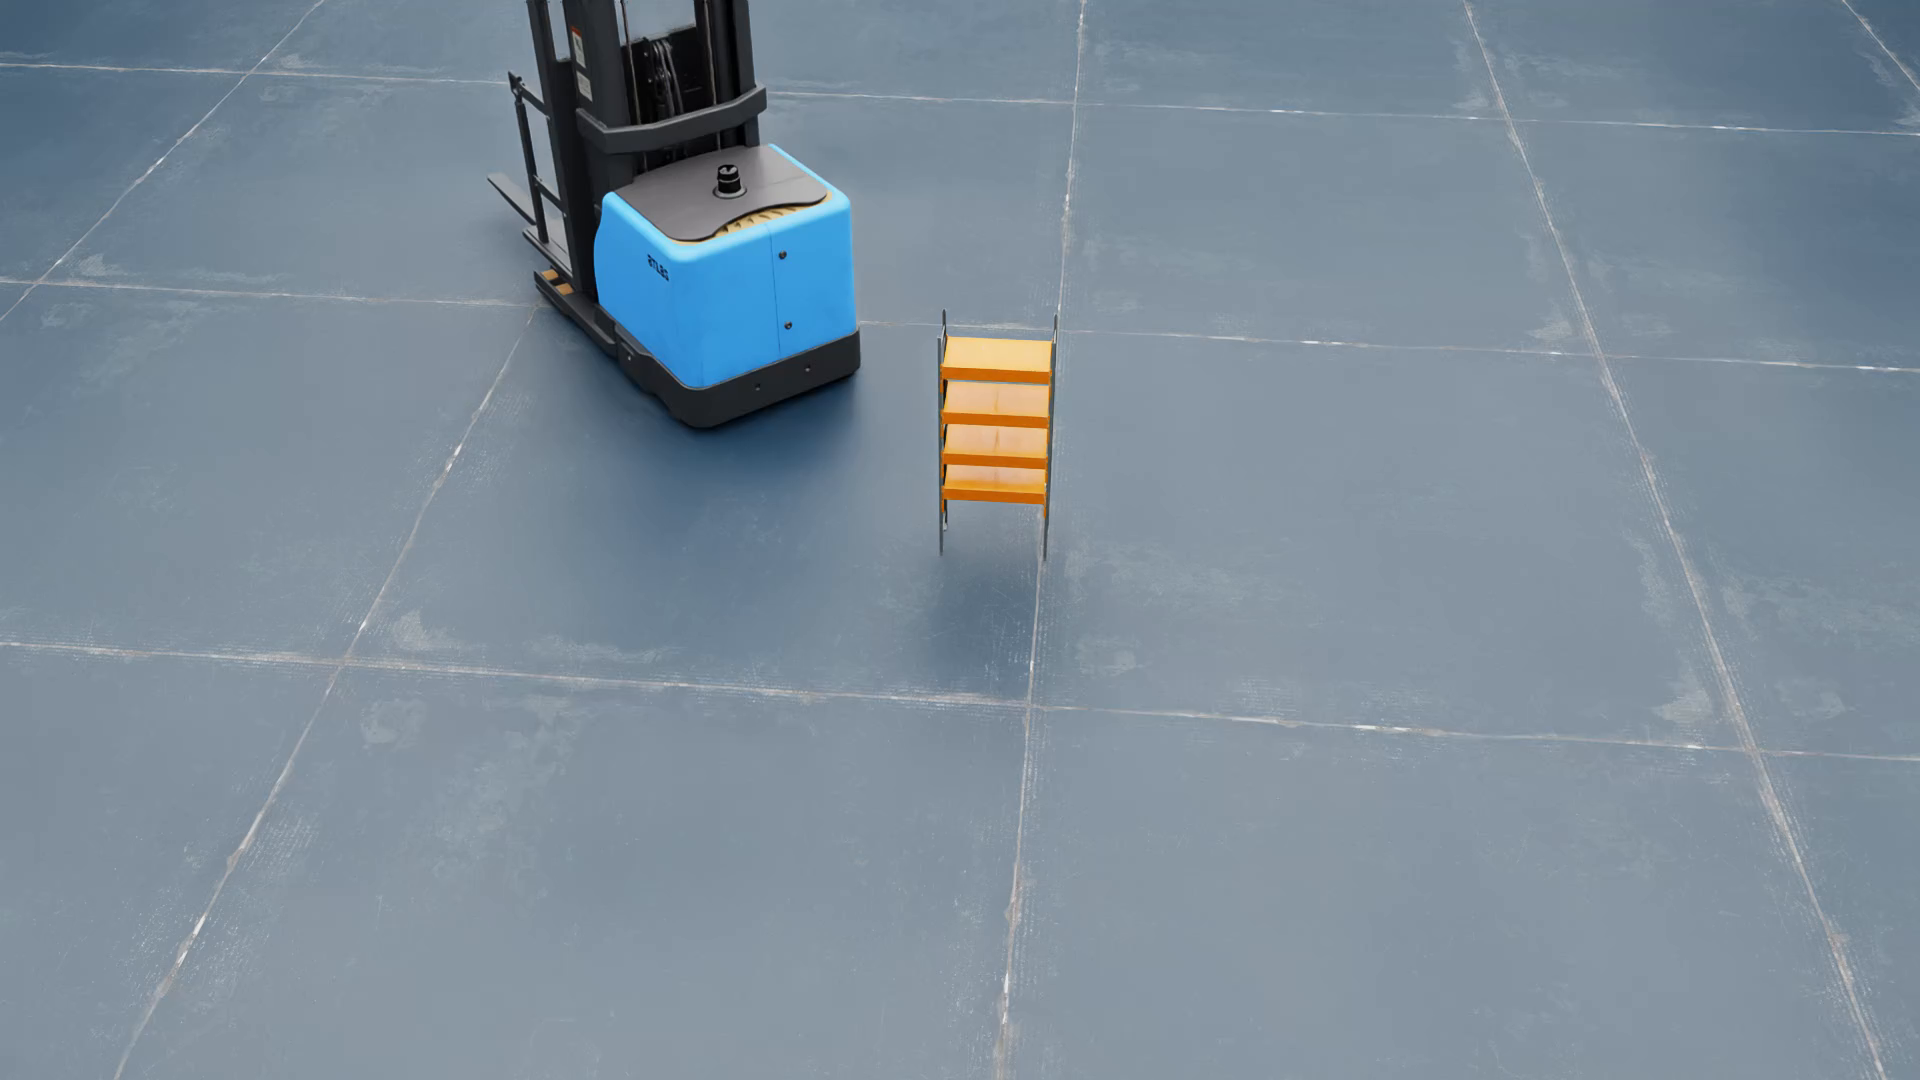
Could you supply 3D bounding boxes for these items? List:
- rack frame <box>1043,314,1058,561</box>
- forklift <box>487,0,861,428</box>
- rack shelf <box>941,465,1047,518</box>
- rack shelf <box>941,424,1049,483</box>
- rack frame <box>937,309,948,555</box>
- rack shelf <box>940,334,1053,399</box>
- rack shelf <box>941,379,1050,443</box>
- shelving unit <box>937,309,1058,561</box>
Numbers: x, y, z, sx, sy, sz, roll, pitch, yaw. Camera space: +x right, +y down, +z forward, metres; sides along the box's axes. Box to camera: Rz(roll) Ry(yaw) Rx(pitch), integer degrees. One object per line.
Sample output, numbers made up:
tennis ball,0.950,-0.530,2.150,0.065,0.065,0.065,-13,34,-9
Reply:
rack frame,0.408,-0.443,7.514,0.015,1.200,0.240,3,39,4
forklift,-1.801,-2.596,8.788,1.130,2.935,3.031,-24,45,-27
rack shelf,0.165,-0.250,7.698,0.480,0.148,0.258,3,39,4
rack shelf,0.165,-0.404,7.573,0.480,0.148,0.258,3,39,4
rack frame,-0.078,-0.470,7.547,0.015,1.200,0.240,3,39,4
rack shelf,0.165,-0.761,7.283,0.480,0.148,0.258,3,39,4
rack shelf,0.165,-0.578,7.432,0.480,0.148,0.258,3,39,4
shelving unit,0.165,-0.456,7.531,0.503,1.200,0.258,3,39,4
